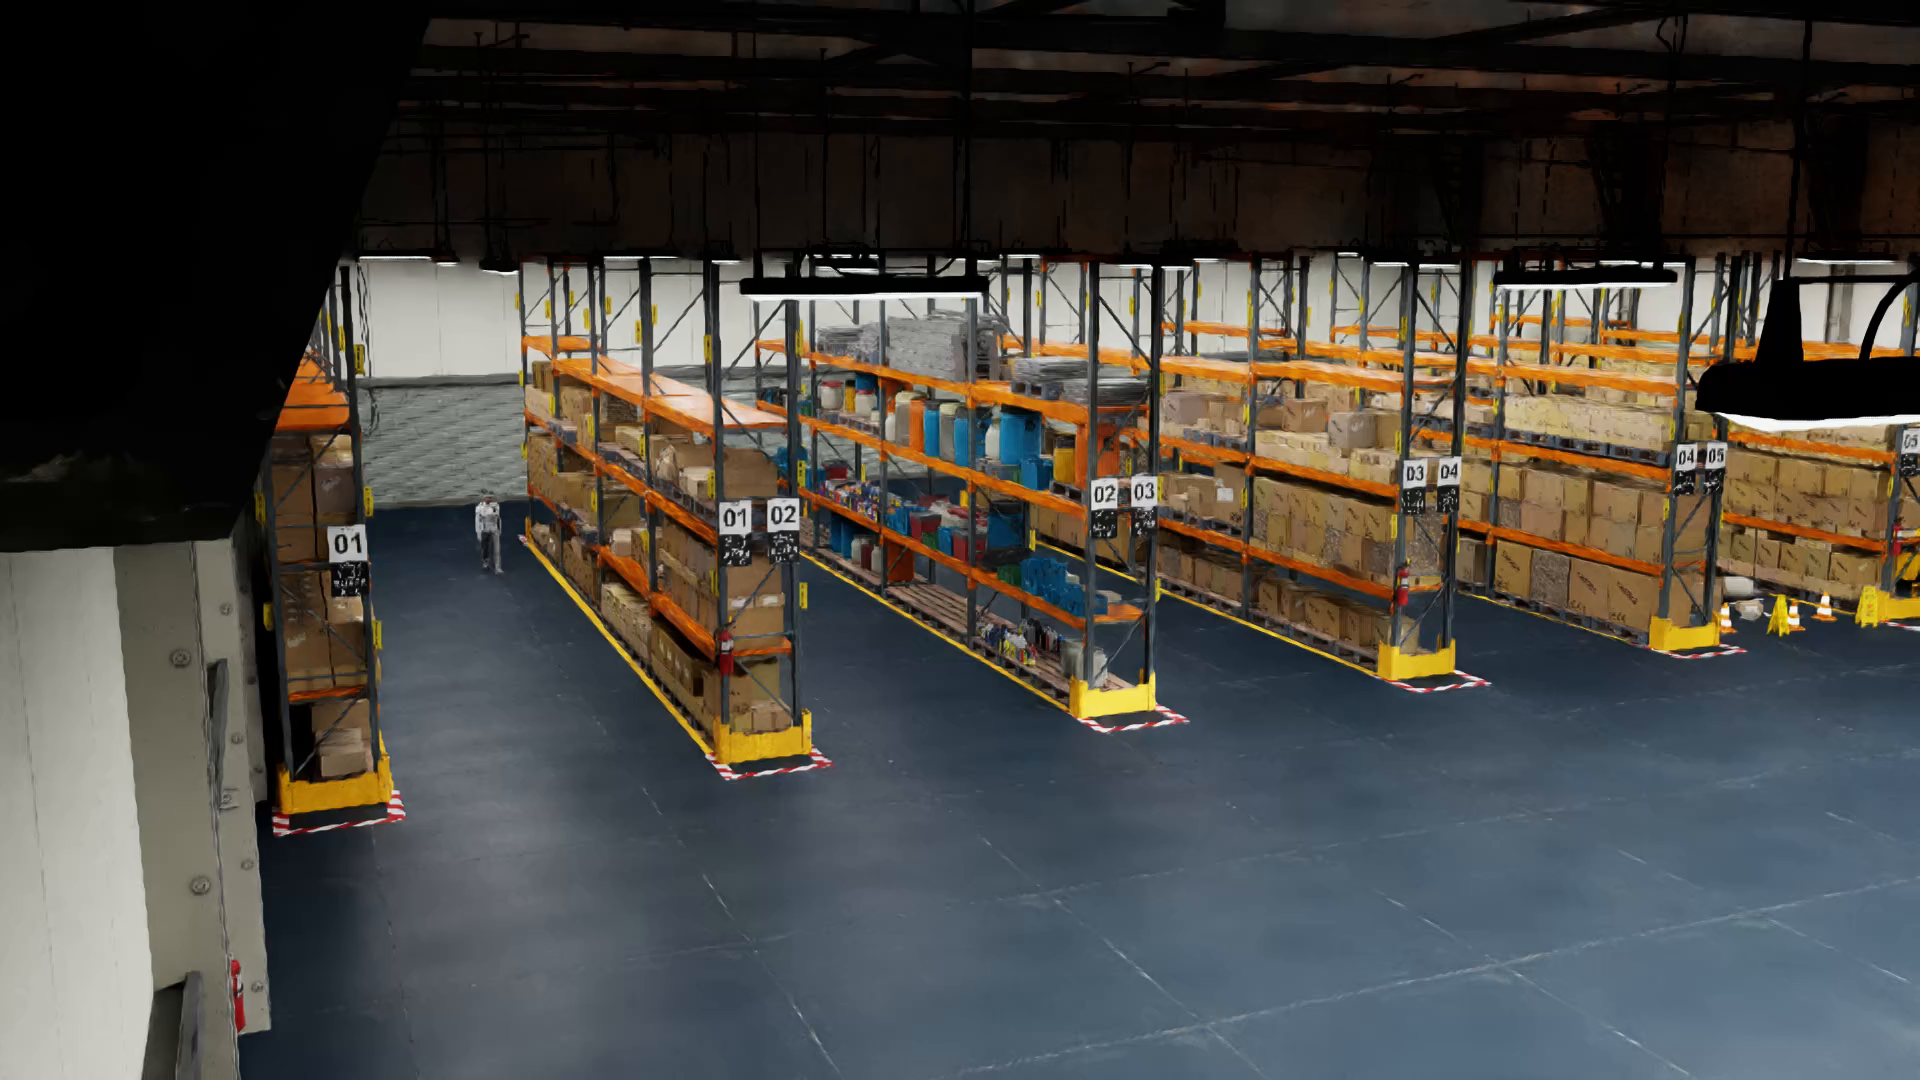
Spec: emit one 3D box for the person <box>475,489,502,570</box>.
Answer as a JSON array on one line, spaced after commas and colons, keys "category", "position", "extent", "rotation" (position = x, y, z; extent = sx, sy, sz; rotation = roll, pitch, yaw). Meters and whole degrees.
[{"category": "person", "position": [-8.954, -0.218, 31.579], "extent": [0.495, 1.544, 0.791], "rotation": [-4, 11, -20]}]
